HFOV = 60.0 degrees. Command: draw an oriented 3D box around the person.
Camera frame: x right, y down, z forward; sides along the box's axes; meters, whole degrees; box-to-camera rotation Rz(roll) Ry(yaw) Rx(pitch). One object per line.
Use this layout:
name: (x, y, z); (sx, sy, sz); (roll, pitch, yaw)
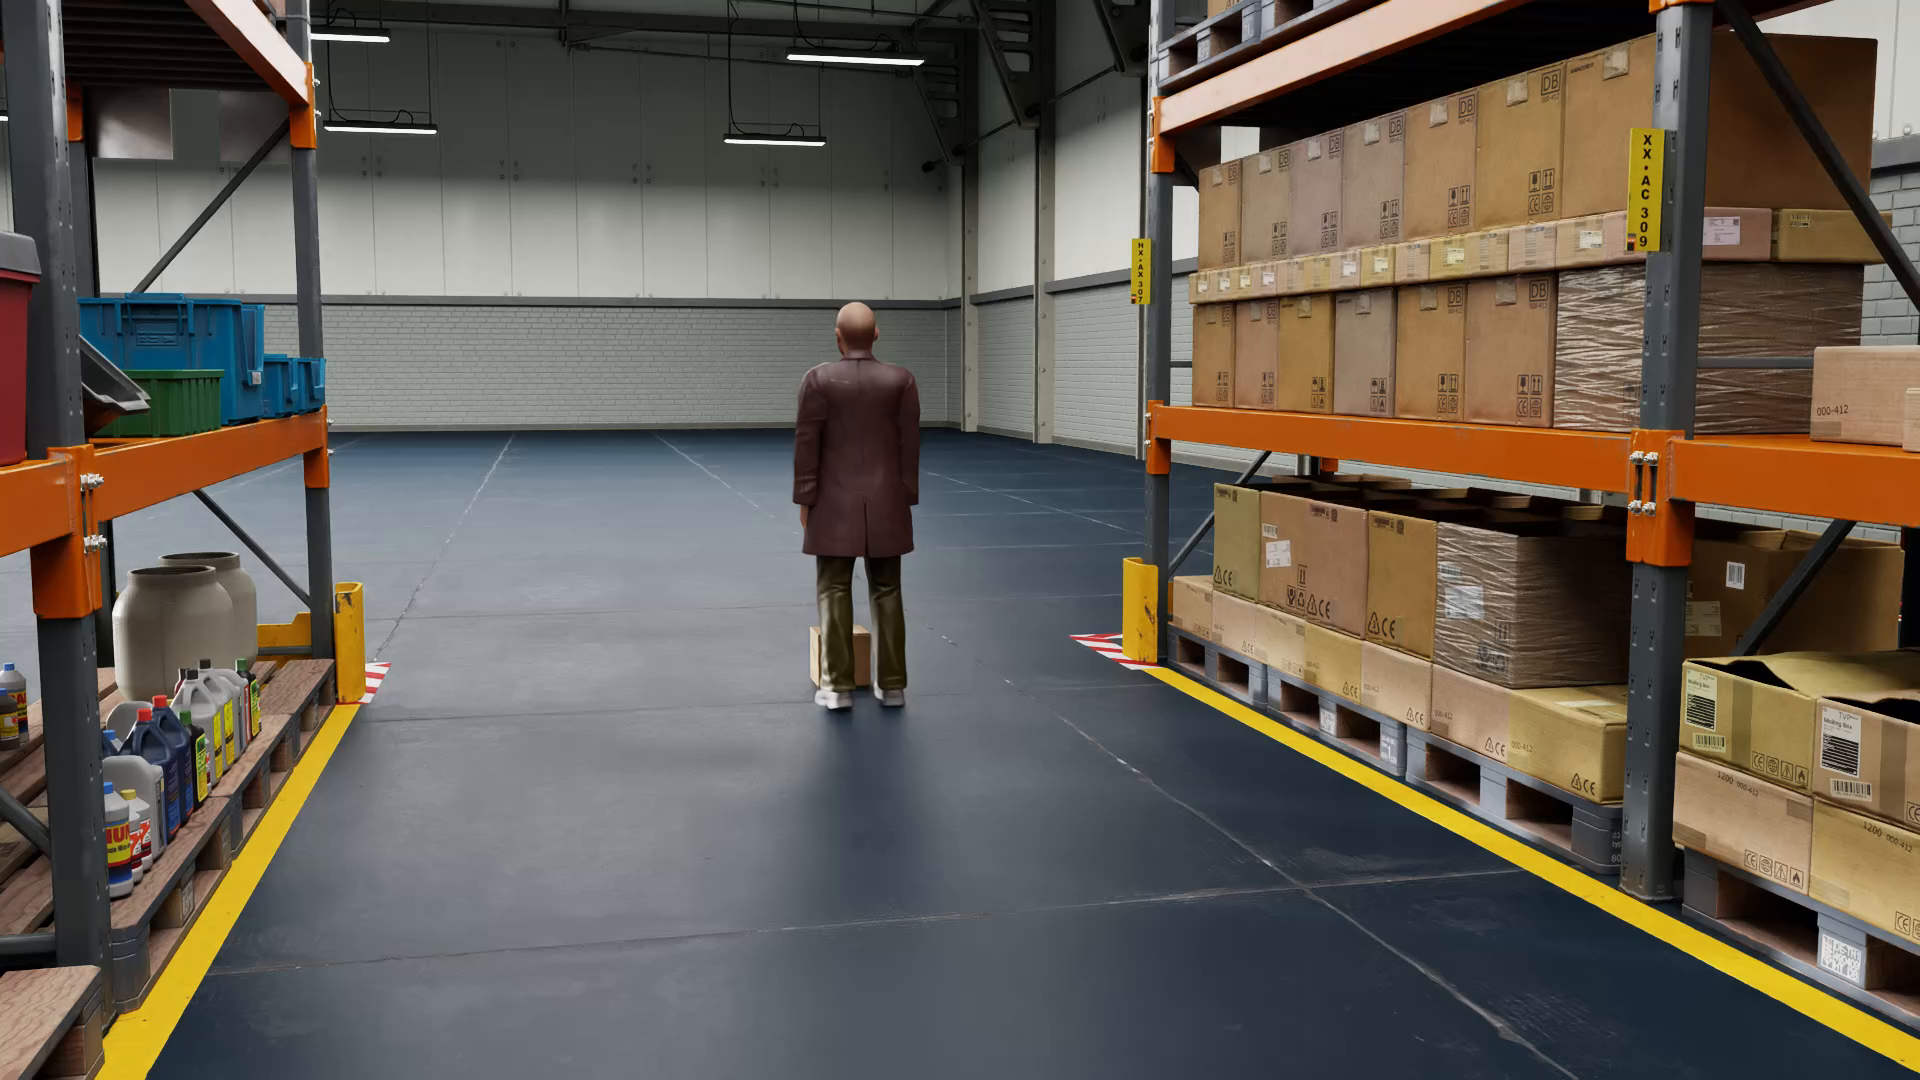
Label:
person: (-0.461, -0.146, 7.352); (0.561, 1.788, 0.402); (-1, 6, -12)
